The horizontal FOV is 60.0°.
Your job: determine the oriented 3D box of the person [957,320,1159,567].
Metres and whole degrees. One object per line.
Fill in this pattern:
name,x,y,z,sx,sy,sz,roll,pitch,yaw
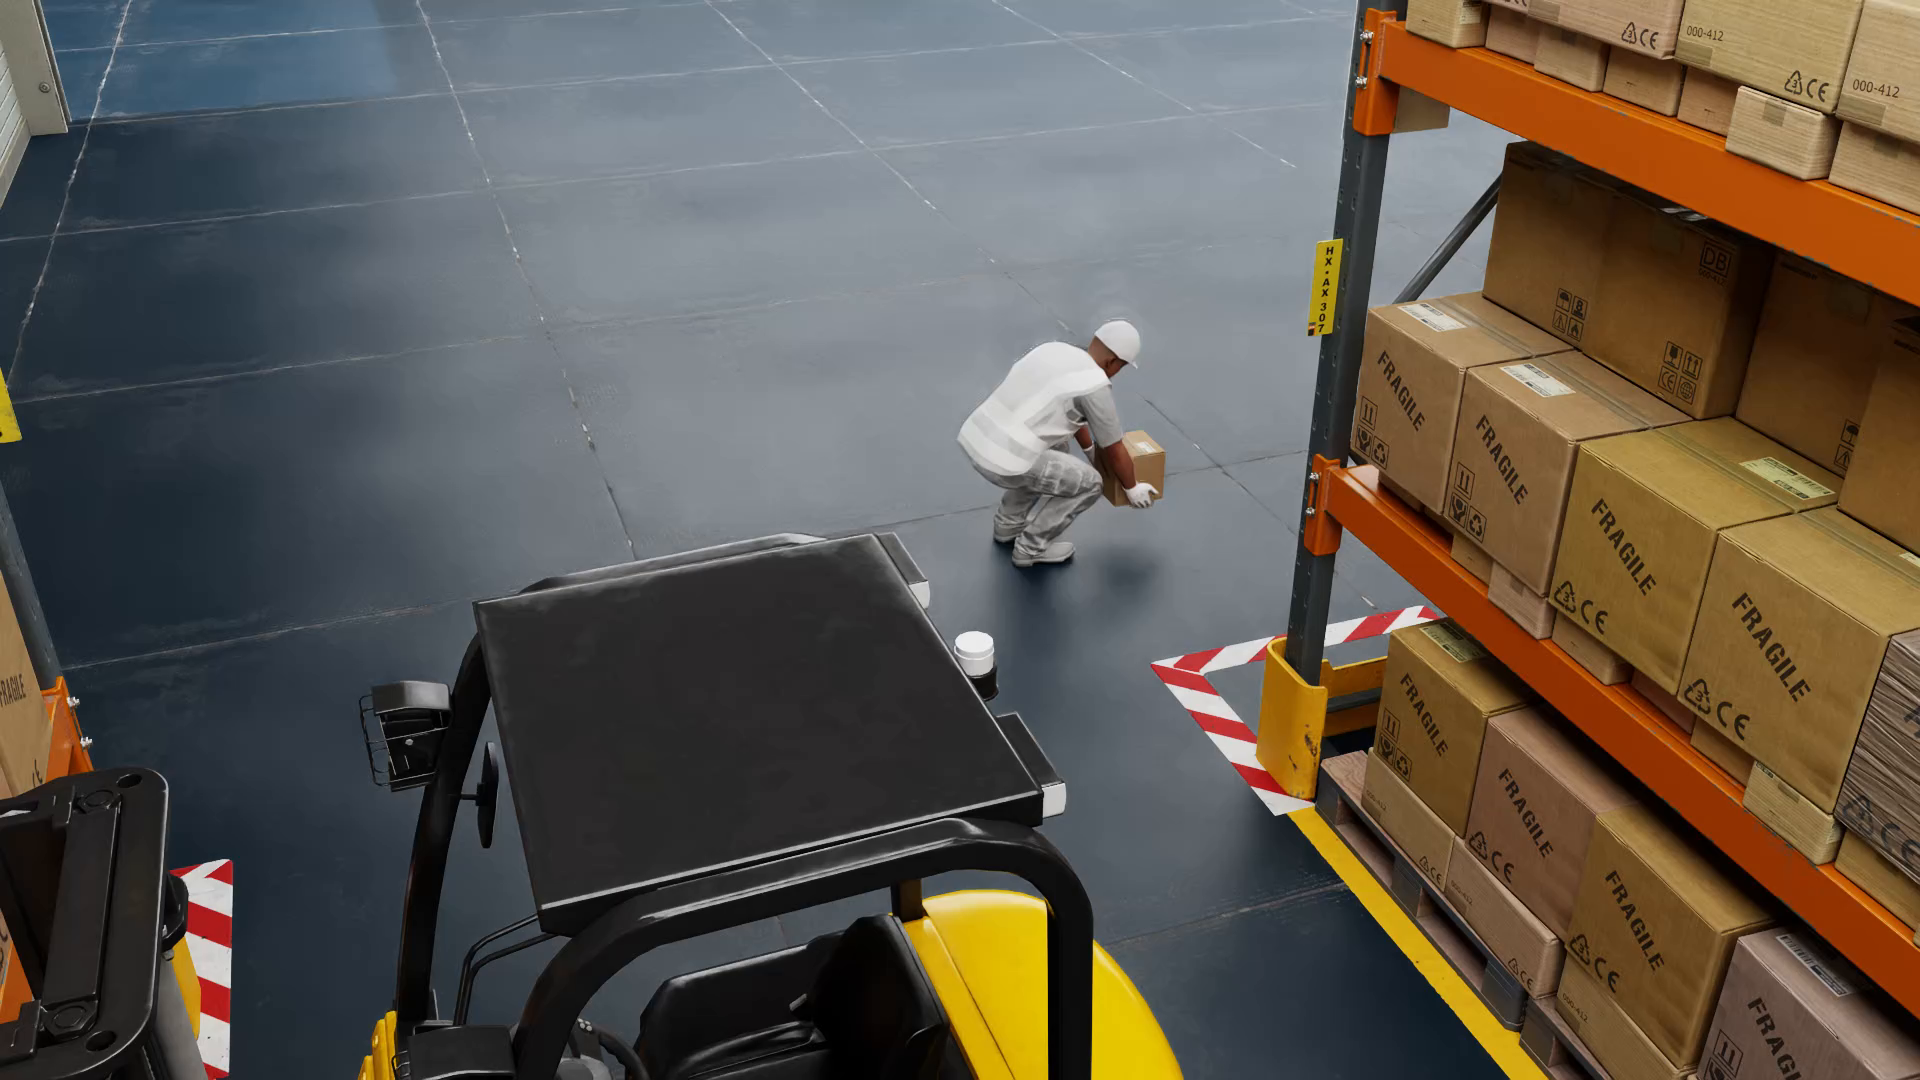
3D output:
person,0.431,-0.464,7.670,0.902,1.053,0.582,-10,31,-17
